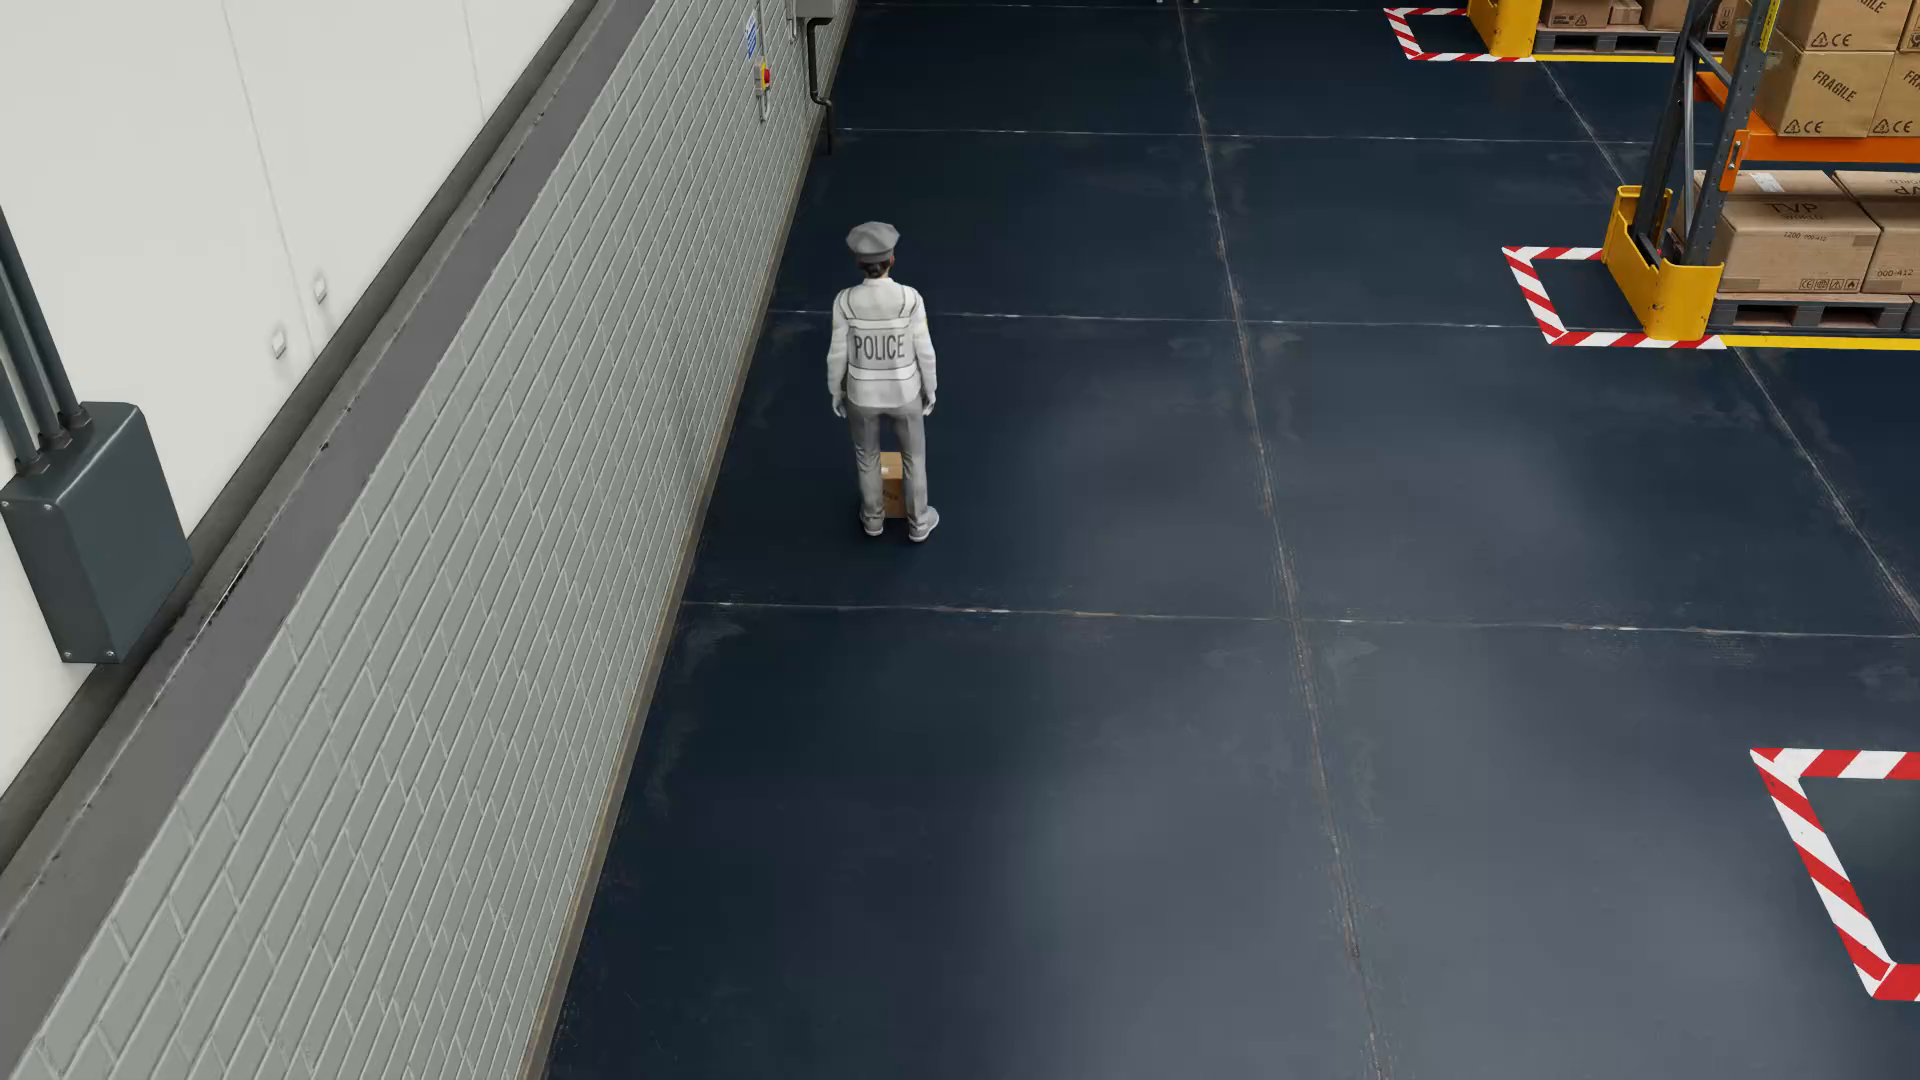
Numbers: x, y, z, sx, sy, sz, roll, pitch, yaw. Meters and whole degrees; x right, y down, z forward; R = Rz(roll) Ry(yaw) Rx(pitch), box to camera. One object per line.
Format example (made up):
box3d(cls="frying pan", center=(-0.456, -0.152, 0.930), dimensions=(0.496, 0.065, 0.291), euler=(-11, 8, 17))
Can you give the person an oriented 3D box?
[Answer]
box3d(cls="person", center=(-0.375, -0.729, 8.121), dimensions=(0.533, 1.662, 0.414), euler=(0, 36, 0))
